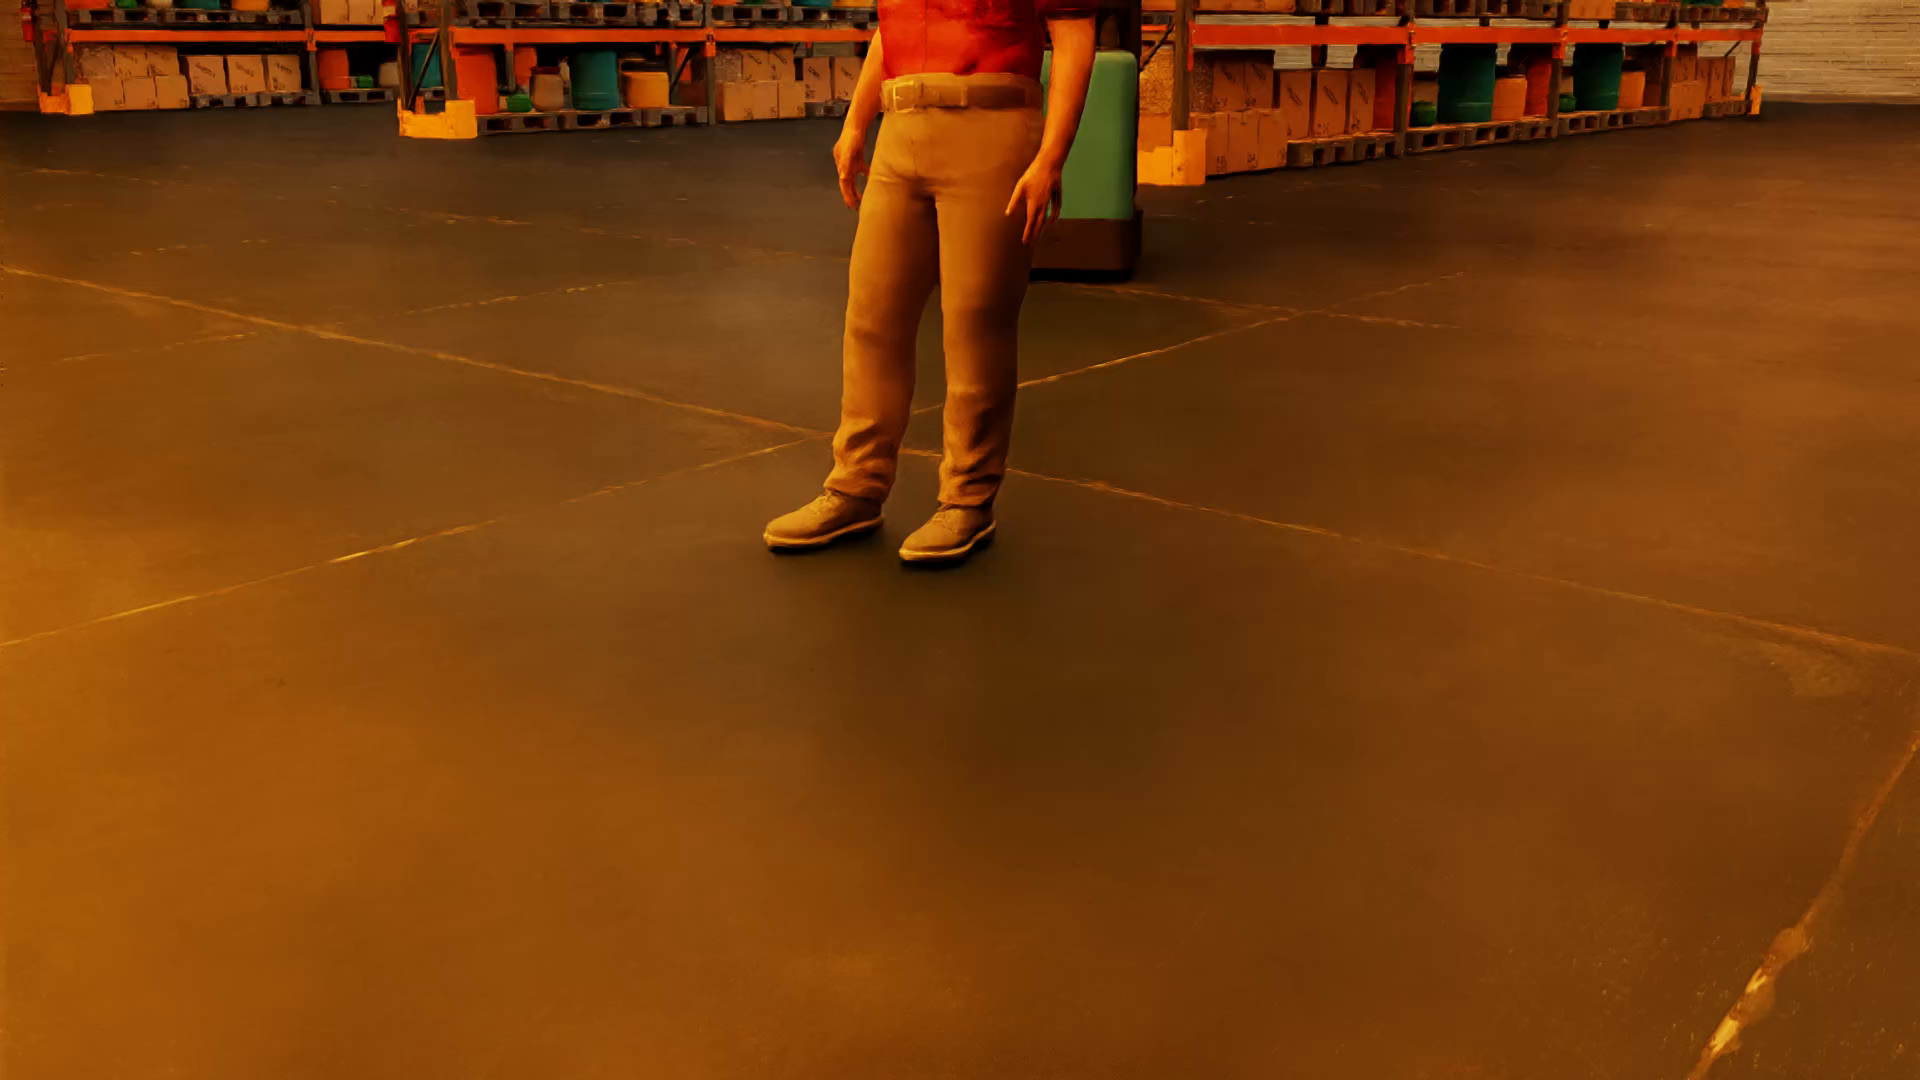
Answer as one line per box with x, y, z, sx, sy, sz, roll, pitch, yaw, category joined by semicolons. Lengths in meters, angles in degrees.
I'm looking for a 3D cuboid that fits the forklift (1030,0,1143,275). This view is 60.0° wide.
0.445;-3.075;9.025;1.130;2.935;3.031;1;17;5;forklift

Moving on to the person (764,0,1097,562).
-0.066;-0.816;3.630;0.640;1.726;0.550;13;21;37;person
